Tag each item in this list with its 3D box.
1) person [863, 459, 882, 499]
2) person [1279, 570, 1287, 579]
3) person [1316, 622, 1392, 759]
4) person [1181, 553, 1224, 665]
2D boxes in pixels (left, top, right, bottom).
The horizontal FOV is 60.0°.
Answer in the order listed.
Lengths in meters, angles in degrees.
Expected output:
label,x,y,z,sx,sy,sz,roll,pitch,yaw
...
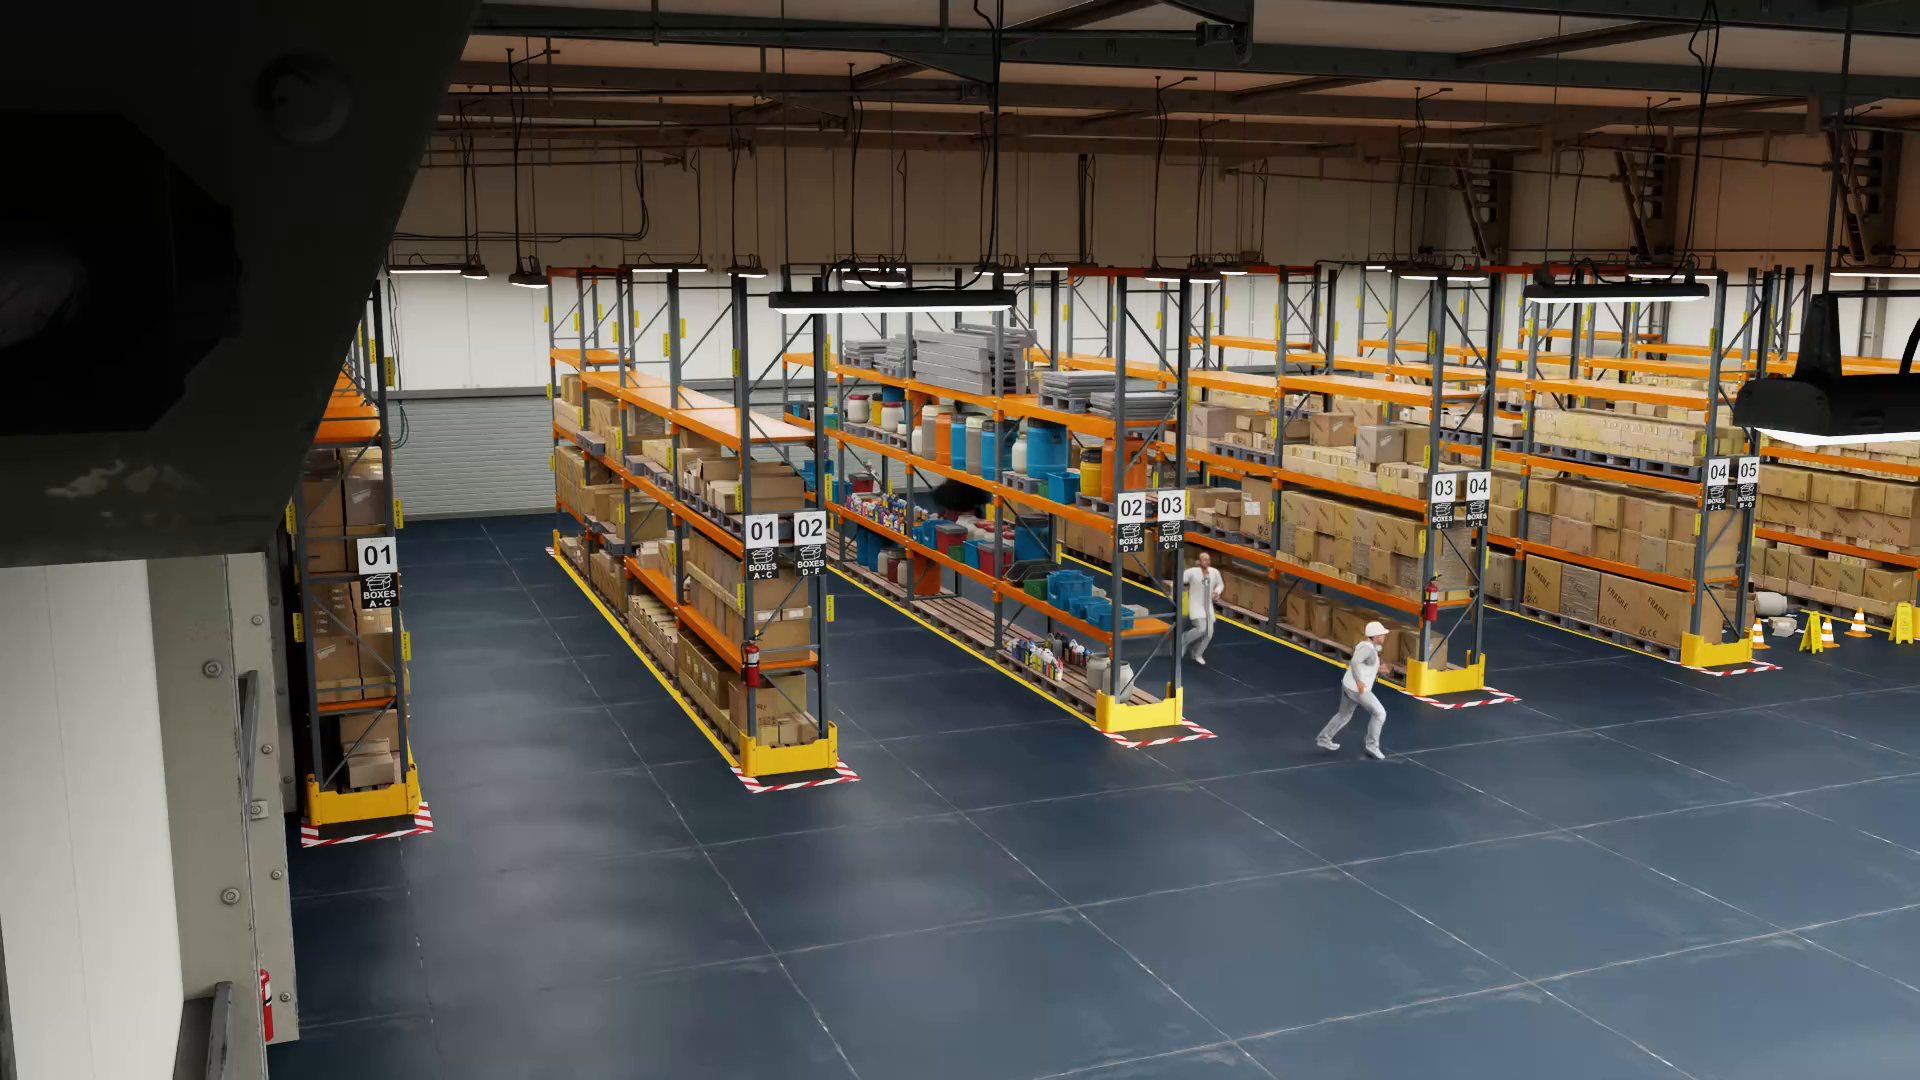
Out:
label,x,y,z,sx,sy,sz,roll,pitch,yaw
person,-1.903,-1.001,37.488,0.891,1.656,0.619,5,11,25
person,6.303,-0.075,32.238,0.659,1.686,0.592,-4,11,-23
person,4.980,1.888,20.914,0.920,1.764,0.675,1,10,4
person,3.723,1.055,25.729,0.819,1.735,0.554,-6,12,-31
